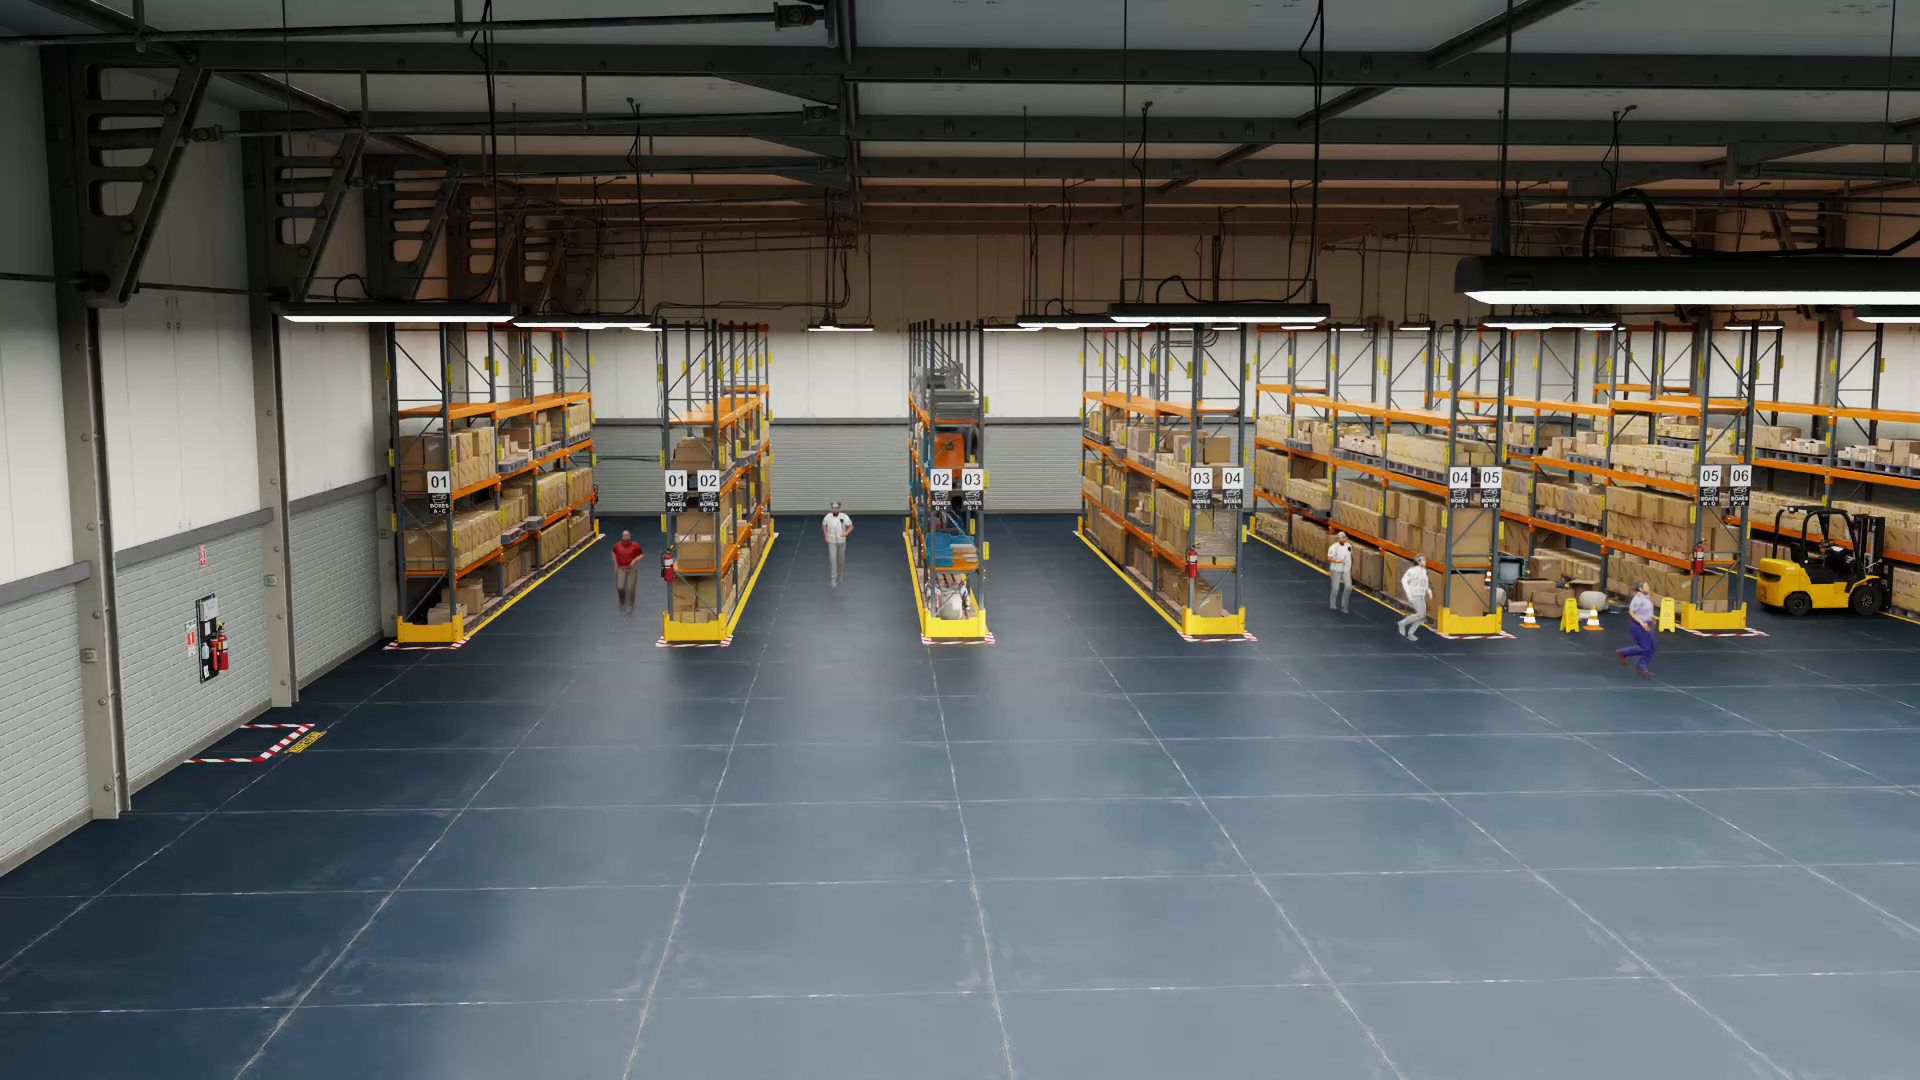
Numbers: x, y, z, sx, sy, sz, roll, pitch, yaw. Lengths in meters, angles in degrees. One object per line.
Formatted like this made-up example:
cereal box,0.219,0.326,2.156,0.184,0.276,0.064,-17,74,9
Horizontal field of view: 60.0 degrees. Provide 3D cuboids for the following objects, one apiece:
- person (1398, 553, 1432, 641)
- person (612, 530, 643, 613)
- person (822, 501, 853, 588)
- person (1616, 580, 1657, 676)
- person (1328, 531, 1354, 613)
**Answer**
person,8.625,1.052,31.342,0.639,1.637,0.505,-6,10,-42
person,-6.846,0.666,34.225,0.661,1.719,0.685,-1,7,-4
person,-2.681,0.053,36.487,0.675,1.836,0.748,0,7,-2
person,11.466,1.476,28.120,0.596,1.611,0.607,5,9,36
person,7.883,0.676,34.396,0.613,1.723,0.711,-1,7,-6
